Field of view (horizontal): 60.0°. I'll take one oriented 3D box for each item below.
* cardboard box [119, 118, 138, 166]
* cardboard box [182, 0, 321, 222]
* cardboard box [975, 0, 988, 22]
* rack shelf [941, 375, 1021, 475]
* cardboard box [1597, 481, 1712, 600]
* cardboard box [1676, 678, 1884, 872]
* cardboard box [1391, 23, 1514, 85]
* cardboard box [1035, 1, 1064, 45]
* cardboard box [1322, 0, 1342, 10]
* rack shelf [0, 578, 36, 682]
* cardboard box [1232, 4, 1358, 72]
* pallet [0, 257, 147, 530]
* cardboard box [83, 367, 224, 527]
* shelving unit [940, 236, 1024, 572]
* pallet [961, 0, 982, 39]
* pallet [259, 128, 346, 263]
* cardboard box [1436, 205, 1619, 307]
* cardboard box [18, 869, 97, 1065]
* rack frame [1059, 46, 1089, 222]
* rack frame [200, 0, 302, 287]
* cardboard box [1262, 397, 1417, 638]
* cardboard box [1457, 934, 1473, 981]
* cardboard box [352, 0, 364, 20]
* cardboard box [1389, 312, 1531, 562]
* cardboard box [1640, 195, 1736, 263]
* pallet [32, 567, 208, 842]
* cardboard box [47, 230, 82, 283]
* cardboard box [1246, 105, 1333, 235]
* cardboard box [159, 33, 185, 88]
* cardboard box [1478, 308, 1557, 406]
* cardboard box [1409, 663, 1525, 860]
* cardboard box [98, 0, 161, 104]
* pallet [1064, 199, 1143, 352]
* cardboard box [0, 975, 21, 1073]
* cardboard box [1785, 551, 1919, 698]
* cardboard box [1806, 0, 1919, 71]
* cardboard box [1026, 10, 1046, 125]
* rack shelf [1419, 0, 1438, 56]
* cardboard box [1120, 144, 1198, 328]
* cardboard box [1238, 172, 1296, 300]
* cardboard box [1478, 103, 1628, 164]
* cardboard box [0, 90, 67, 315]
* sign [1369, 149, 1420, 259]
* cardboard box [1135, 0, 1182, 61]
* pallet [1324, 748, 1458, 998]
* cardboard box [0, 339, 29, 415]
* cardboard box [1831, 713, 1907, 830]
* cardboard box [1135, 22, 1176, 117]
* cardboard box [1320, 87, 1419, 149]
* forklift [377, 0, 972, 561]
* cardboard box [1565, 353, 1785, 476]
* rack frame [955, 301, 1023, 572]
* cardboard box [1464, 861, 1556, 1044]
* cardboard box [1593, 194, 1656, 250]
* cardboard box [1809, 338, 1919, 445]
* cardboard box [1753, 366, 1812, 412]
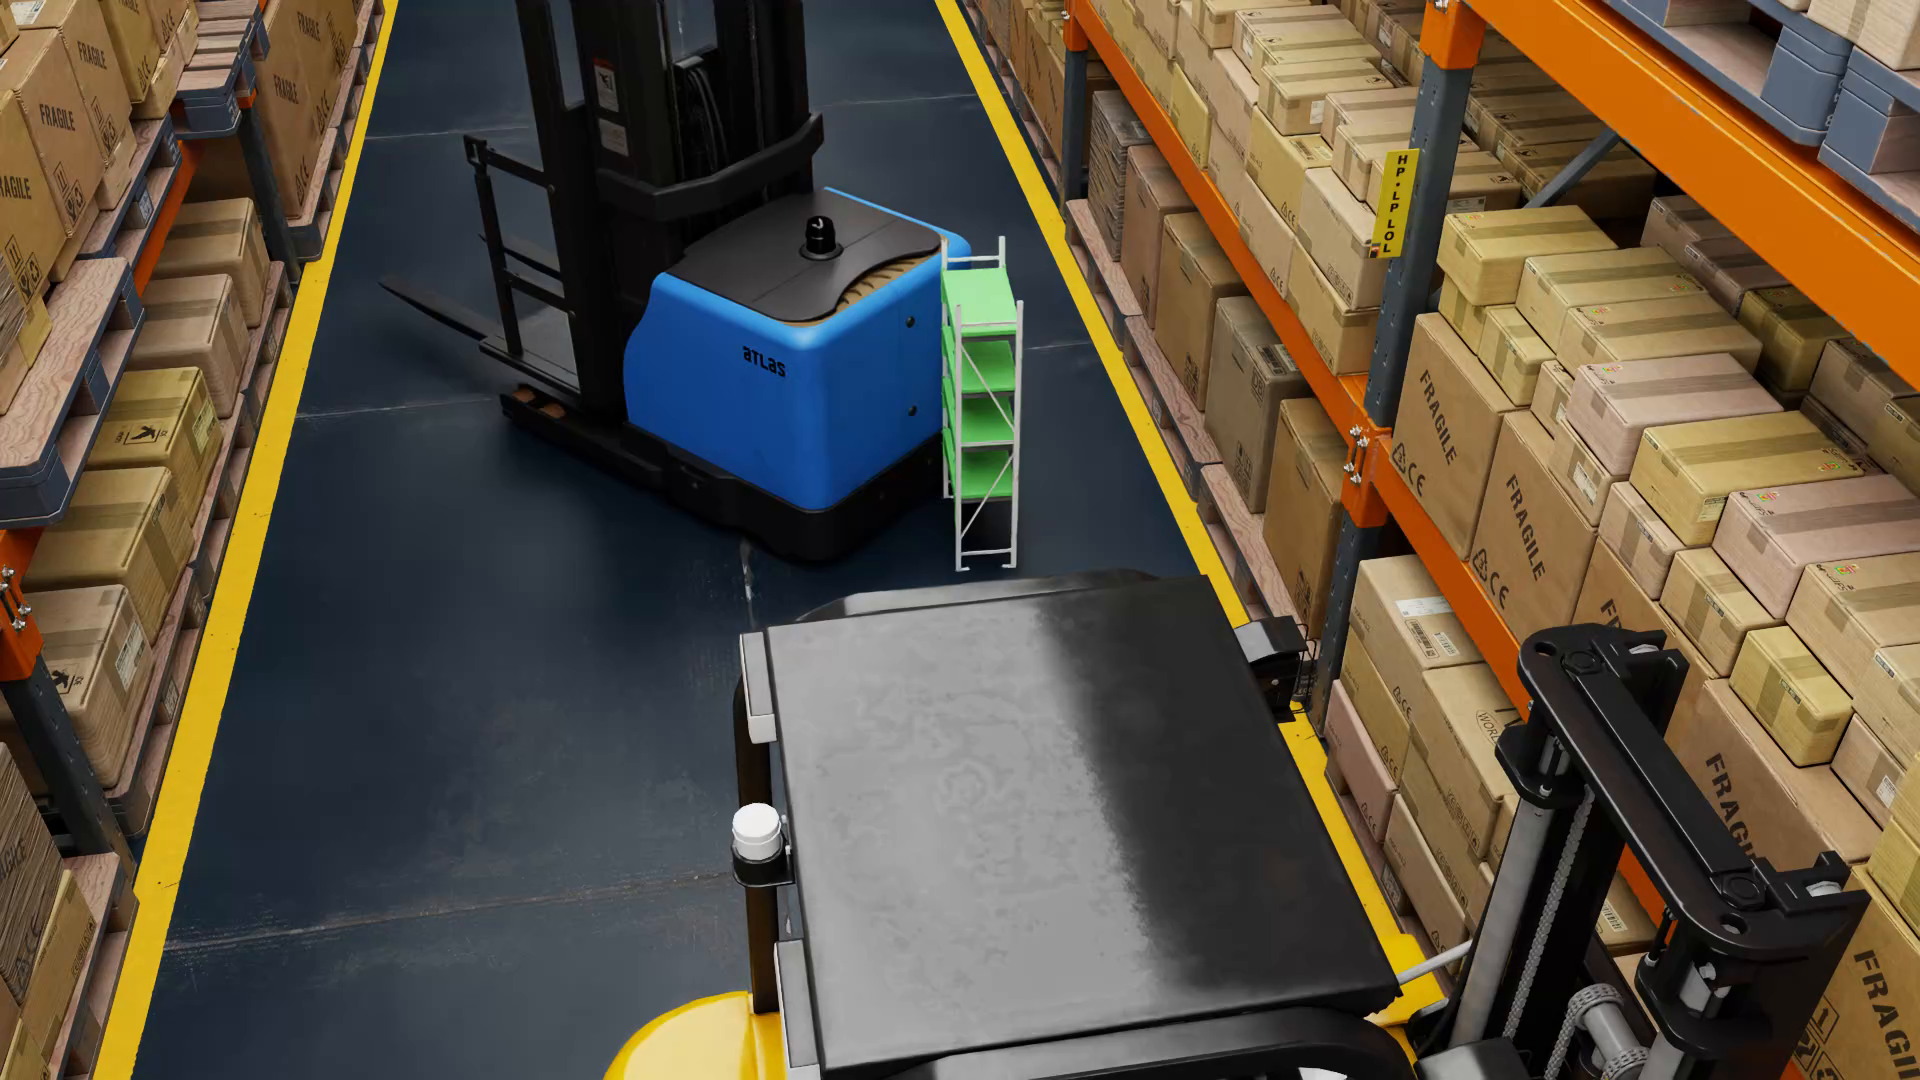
[{"bbox_3d":[-3.206,-1.418,5.992,0.380,0.149,0.250,-7,38,-9],"label":"cardboard box"},{"bbox_3d":[-3.884,-2.204,8.531,0.875,0.875,0.875,-7,38,-8],"label":"cardboard box"},{"bbox_3d":[0.390,-3.643,10.689,0.500,0.500,0.500,-7,38,-9],"label":"cardboard box"},{"bbox_3d":[0.077,-0.459,6.467,0.258,0.148,0.480,-4,38,-5],"label":"rack shelf"},{"bbox_3d":[1.674,-0.020,3.720,0.380,0.149,0.250,-7,38,-8],"label":"cardboard box"},{"bbox_3d":[1.828,0.610,3.438,0.500,0.500,0.500,-6,38,-8],"label":"cardboard box"},{"bbox_3d":[1.770,-1.726,5.916,0.380,0.149,0.250,-6,38,-8],"label":"cardboard box"},{"bbox_3d":[0.627,-2.855,9.146,0.380,0.149,0.250,-8,39,-10],"label":"cardboard box"},{"bbox_3d":[1.586,-2.183,6.505,0.380,0.149,0.250,-5,38,-7],"label":"cardboard box"},{"bbox_3d":[-2.793,1.457,3.016,1.077,0.370,4.000,-6,38,-8],"label":"rack shelf"},{"bbox_3d":[1.211,-1.818,6.035,0.380,0.149,0.250,-6,38,-8],"label":"cardboard box"},{"bbox_3d":[-3.134,-0.437,5.023,1.003,0.211,1.213,-6,38,-8],"label":"pallet"},{"bbox_3d":[-3.491,-0.333,6.534,0.950,0.372,0.625,-5,38,-6],"label":"cardboard box"},{"bbox_3d":[0.077,-0.509,6.428,0.258,1.200,0.503,-4,38,-5],"label":"shelving unit"},{"bbox_3d":[0.520,-3.815,11.488,1.003,0.211,1.213,-6,38,-8],"label":"pallet"},{"bbox_3d":[-3.909,-1.834,8.939,1.003,0.211,1.213,-6,38,-8],"label":"pallet"},{"bbox_3d":[1.507,-0.760,4.430,0.380,0.149,0.250,-5,38,-7],"label":"cardboard box"},{"bbox_3d":[-2.775,1.213,4.642,0.500,0.250,0.500,-5,38,-6],"label":"cardboard box"},{"bbox_3d":[1.041,-2.987,8.150,1.000,3.000,0.127,-6,38,-8],"label":"rack frame"},{"bbox_3d":[-3.845,-2.451,7.460,1.000,3.000,0.127,-6,38,-8],"label":"rack frame"},{"bbox_3d":[1.640,-0.113,6.044,0.875,0.625,0.625,-5,38,-6],"label":"cardboard box"},{"bbox_3d":[1.711,1.290,4.543,0.500,0.250,0.500,-6,38,-7],"label":"cardboard box"},{"bbox_3d":[-4.358,-3.828,10.622,0.875,0.875,0.875,-5,38,-7],"label":"cardboard box"},{"bbox_3d":[1.563,-0.315,4.628,0.500,0.500,0.500,-7,38,-9],"label":"cardboard box"},{"bbox_3d":[2.096,-0.824,4.513,0.380,0.149,0.250,-6,38,-8],"label":"cardboard box"},{"bbox_3d":[-3.281,0.596,5.811,1.003,0.211,1.213,-6,38,-8],"label":"pallet"},{"bbox_3d":[-3.093,-0.944,5.383,0.380,0.149,0.250,-6,38,-7],"label":"cardboard box"},{"bbox_3d":[1.308,-1.288,5.678,0.500,0.250,0.500,-7,38,-9],"label":"cardboard box"},{"bbox_3d":[-3.313,-1.891,6.601,0.380,0.149,0.250,-8,39,-10],"label":"cardboard box"},{"bbox_3d":[1.587,-0.490,4.325,0.380,0.149,0.250,-5,38,-7],"label":"cardboard box"},{"bbox_3d":[1.598,0.590,4.630,0.500,0.250,0.500,-6,38,-8],"label":"cardboard box"},{"bbox_3d":[-3.300,-1.913,6.102,0.500,0.500,0.500,-9,39,-11],"label":"cardboard box"},{"bbox_3d":[1.147,-1.385,8.360,1.003,0.211,1.213,-6,38,-8],"label":"pallet"},{"bbox_3d":[-2.685,1.224,4.017,0.500,0.500,0.500,-6,38,-7],"label":"cardboard box"},{"bbox_3d":[1.872,0.158,3.248,0.380,0.149,0.250,-6,38,-8],"label":"cardboard box"},{"bbox_3d":[1.704,-0.979,2.806,0.396,0.266,0.258,-7,38,-9],"label":"cardboard box"},{"bbox_3d":[0.678,-2.702,9.478,0.500,0.500,0.500,-7,38,-9],"label":"cardboard box"},{"bbox_3d":[1.392,-2.680,5.896,1.077,0.370,4.000,-6,38,-8],"label":"rack shelf"},{"bbox_3d":[1.260,-1.443,7.756,0.875,0.625,0.625,-5,38,-6],"label":"cardboard box"},{"bbox_3d":[1.303,-1.091,5.832,0.500,0.250,0.500,-6,38,-8],"label":"cardboard box"},{"bbox_3d":[1.897,-1.270,5.329,0.380,0.149,0.250,-7,38,-9],"label":"cardboard box"},{"bbox_3d":[-3.032,-0.974,4.893,0.500,0.500,0.500,-6,38,-8],"label":"cardboard box"},{"bbox_3d":[1.210,-0.933,4.627,0.100,0.325,0.005,-6,38,-8],"label":"sign"},{"bbox_3d":[1.039,-2.210,6.865,0.500,0.250,0.500,-7,38,-9],"label":"cardboard box"},{"bbox_3d":[1.841,1.015,5.272,1.003,0.211,1.213,-6,38,-8],"label":"pallet"},{"bbox_3d":[-2.929,-0.469,4.772,0.380,0.149,0.250,-6,38,-7],"label":"cardboard box"},{"bbox_3d":[1.903,0.437,3.132,0.380,0.149,0.250,-6,38,-8],"label":"cardboard box"},{"bbox_3d":[1.059,-2.019,7.026,0.500,0.250,0.500,-7,38,-9],"label":"cardboard box"},{"bbox_3d":[1.410,-1.357,5.441,0.380,0.149,0.250,-6,38,-8],"label":"cardboard box"},{"bbox_3d":[-1.409,-1.819,6.702,3.031,2.935,1.130,26,45,29],"label":"forklift"},{"bbox_3d":[1.639,-0.292,3.828,0.380,0.149,0.250,-5,38,-7],"label":"cardboard box"},{"bbox_3d":[0.104,-0.361,6.236,0.240,1.200,0.015,-4,38,-5],"label":"rack frame"},{"bbox_3d":[1.691,1.086,4.399,0.500,0.250,0.500,-7,38,-8],"label":"cardboard box"},{"bbox_3d":[1.906,-1.043,5.363,0.500,0.250,0.500,-7,38,-9],"label":"cardboard box"},{"bbox_3d":[2.264,-0.365,3.922,0.380,0.149,0.250,-7,38,-9],"label":"cardboard box"},{"bbox_3d":[2.168,-0.392,4.199,0.380,0.149,0.250,-5,38,-7],"label":"cardboard box"}]
